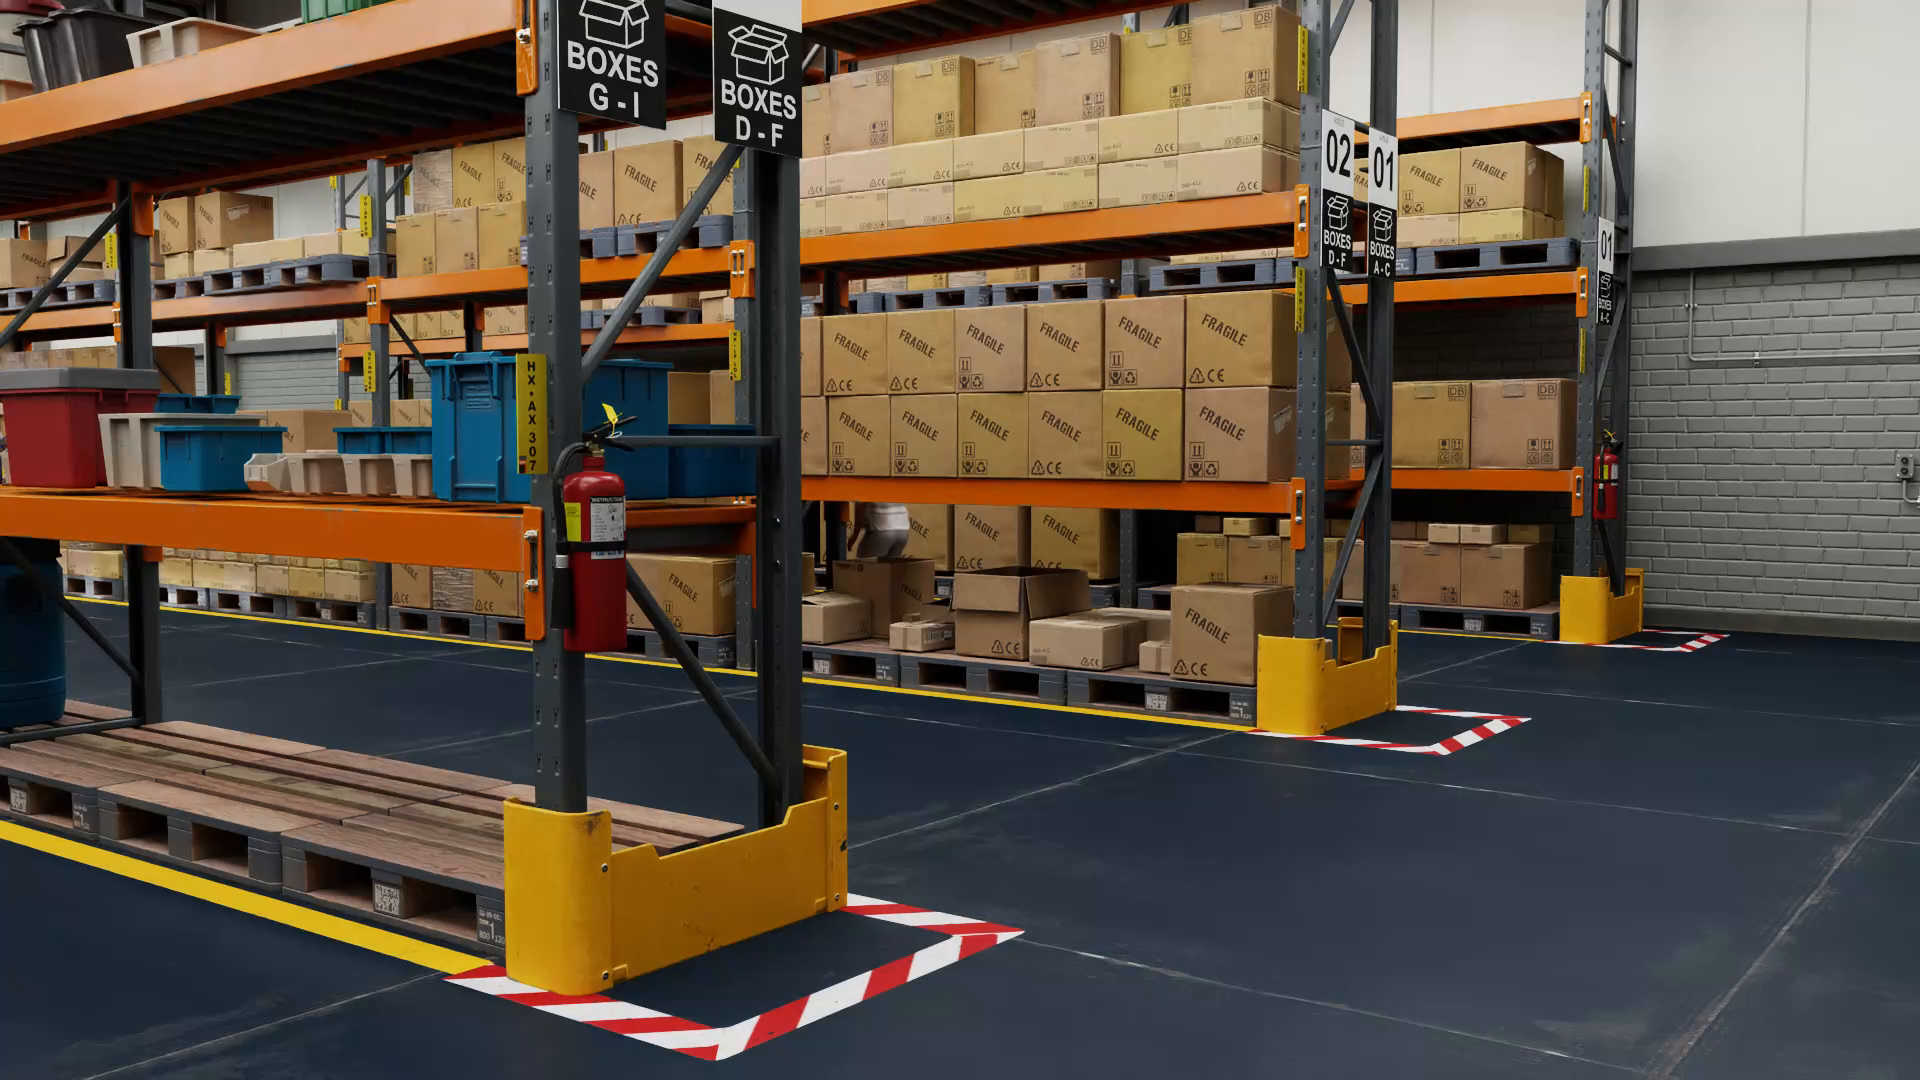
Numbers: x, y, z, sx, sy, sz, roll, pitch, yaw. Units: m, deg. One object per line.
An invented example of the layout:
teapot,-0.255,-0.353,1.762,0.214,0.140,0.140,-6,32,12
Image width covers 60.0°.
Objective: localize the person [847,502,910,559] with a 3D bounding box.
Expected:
person,-0.643,-0.036,12.813,0.460,1.615,0.461,2,4,36
